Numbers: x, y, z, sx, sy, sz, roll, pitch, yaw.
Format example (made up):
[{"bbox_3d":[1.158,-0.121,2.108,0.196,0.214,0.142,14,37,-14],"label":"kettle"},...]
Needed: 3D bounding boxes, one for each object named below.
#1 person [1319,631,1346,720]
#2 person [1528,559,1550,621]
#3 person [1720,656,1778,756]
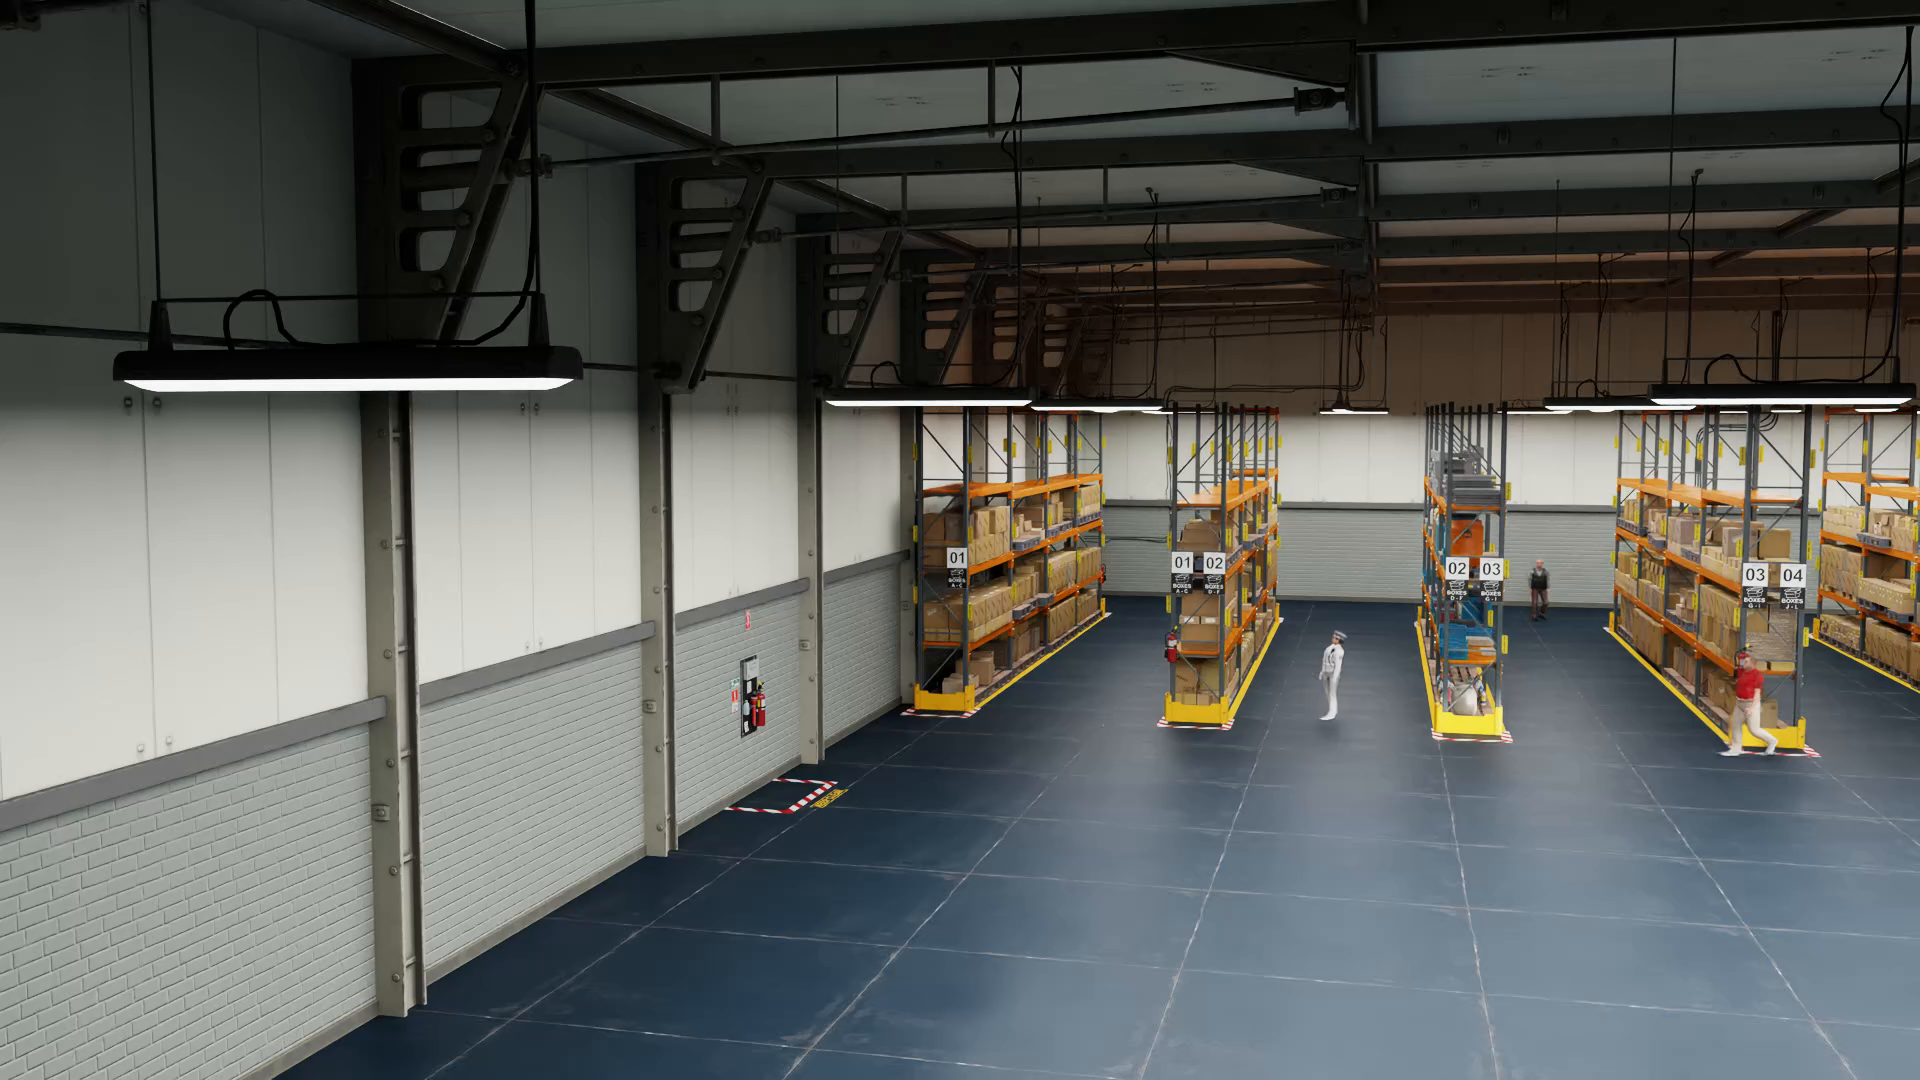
[{"bbox_3d":[7.033,2.563,31.672,0.589,1.681,0.529,-2,5,-28],"label":"person"},{"bbox_3d":[16.291,1.413,46.774,0.564,1.728,0.391,0,4,3],"label":"person"},{"bbox_3d":[13.302,2.797,27.992,0.867,1.704,0.519,-1,4,-14],"label":"person"}]
